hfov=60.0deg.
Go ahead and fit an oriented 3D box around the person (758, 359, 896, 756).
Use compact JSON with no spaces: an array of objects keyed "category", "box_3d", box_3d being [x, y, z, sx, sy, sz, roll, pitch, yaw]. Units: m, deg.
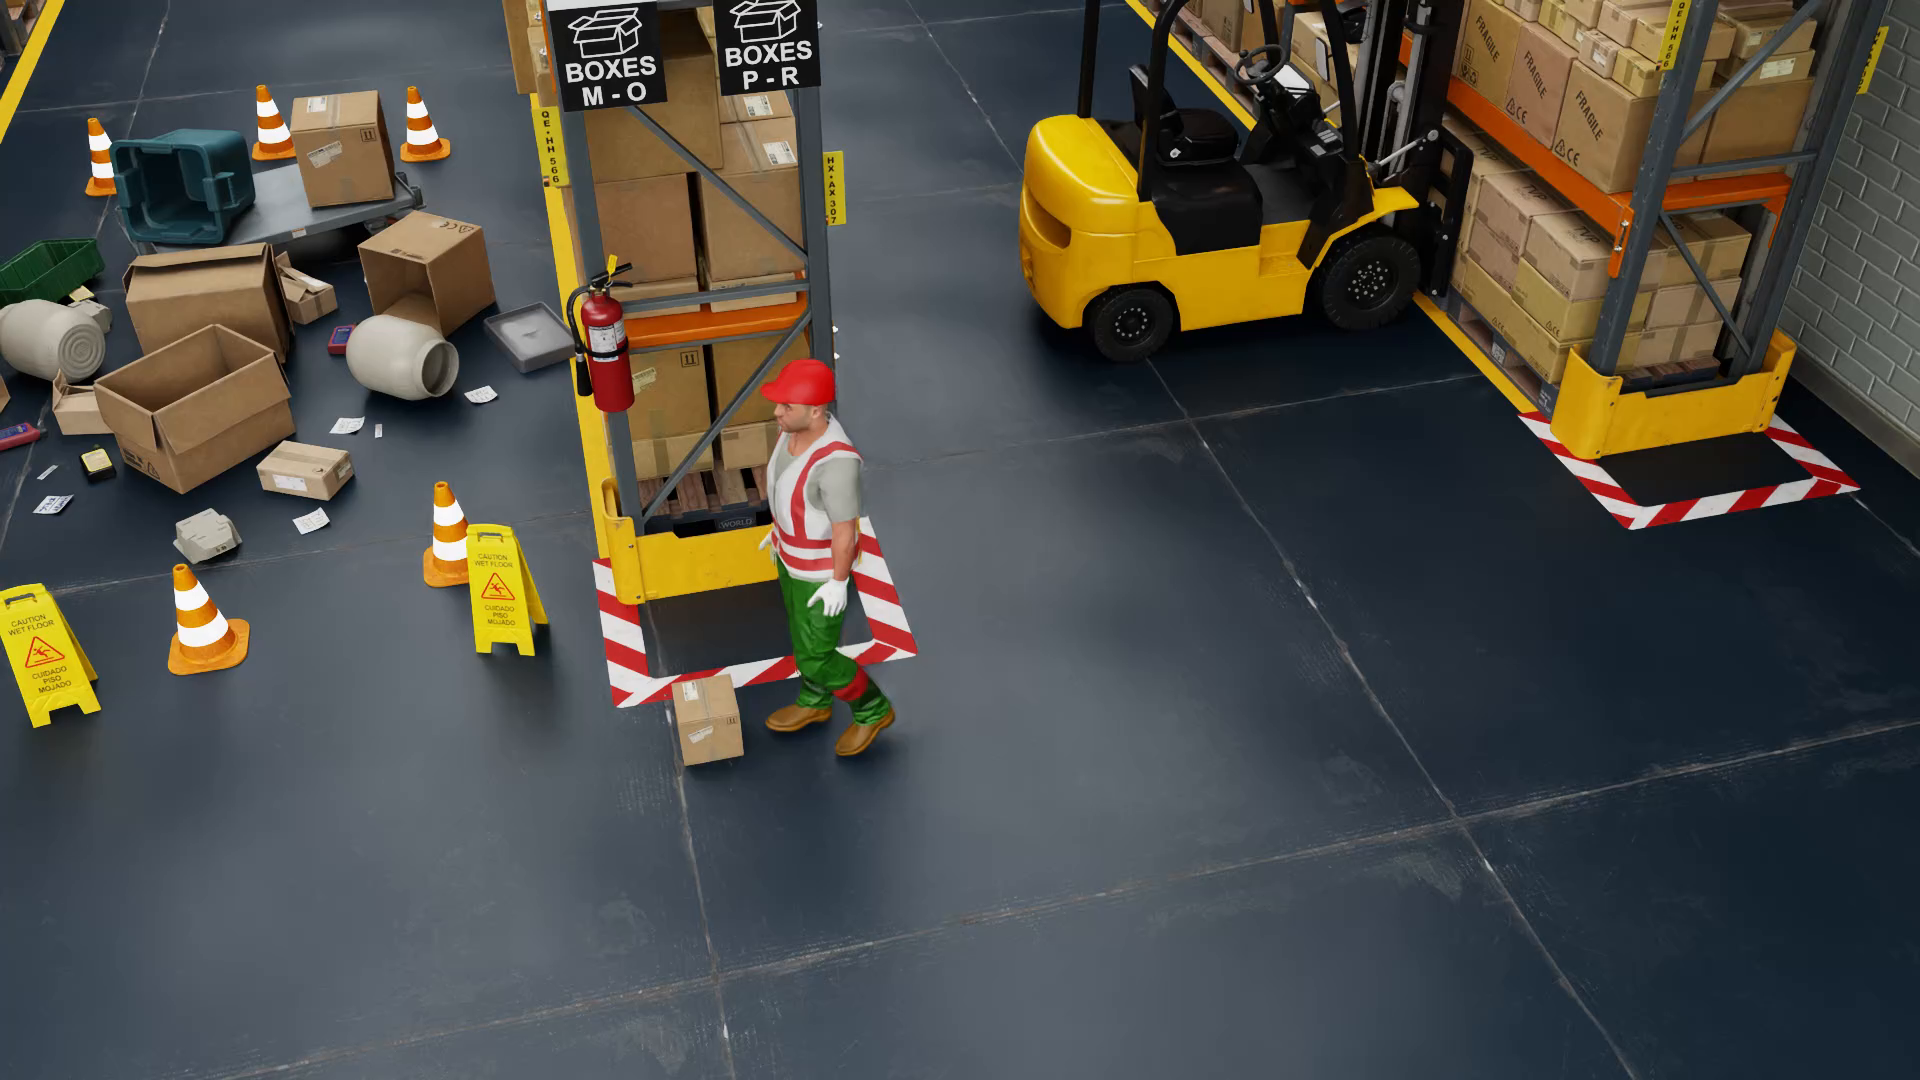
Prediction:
[{"category":"person","box_3d":[-0.582,0.070,6.592,0.499,1.796,0.544,-16,41,-20]}]
